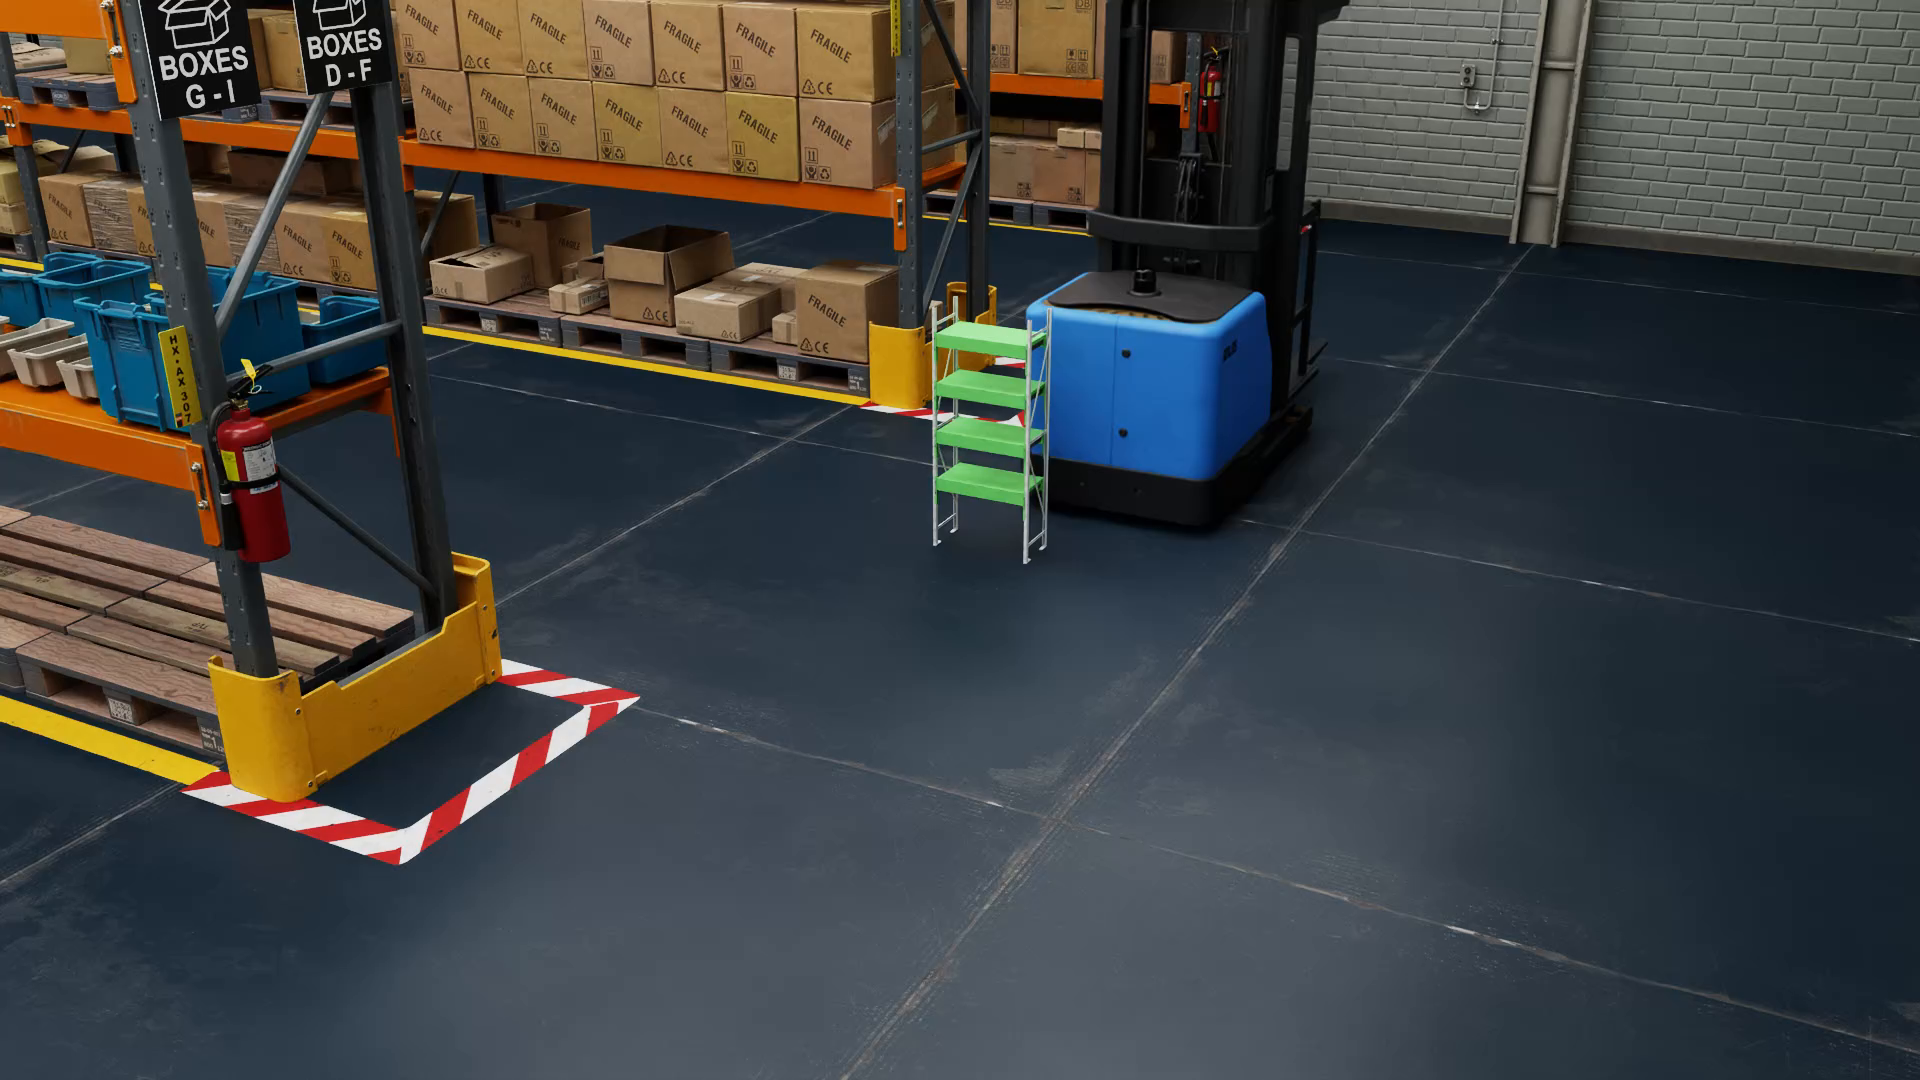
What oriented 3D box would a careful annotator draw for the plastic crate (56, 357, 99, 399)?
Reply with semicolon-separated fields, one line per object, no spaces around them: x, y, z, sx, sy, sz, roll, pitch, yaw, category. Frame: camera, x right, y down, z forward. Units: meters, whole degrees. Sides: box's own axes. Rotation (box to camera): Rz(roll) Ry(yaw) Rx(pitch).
-3.137;-0.642;6.186;0.243;0.136;0.396;11;25;25;plastic crate

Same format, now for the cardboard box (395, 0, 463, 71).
-3.366;-3.415;11.042;0.500;0.500;0.500;12;26;26;cardboard box

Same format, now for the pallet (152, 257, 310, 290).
-5.495;-2.152;13.041;1.213;0.211;1.003;11;25;25;pallet

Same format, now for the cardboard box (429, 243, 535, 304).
-3.382;-1.906;11.772;0.500;0.311;0.500;11;25;25;cardboard box

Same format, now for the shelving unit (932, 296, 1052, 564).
0.148;-0.523;7.946;0.503;1.200;0.258;11;25;25;shelving unit

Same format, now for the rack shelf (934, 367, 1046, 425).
0.148;-0.685;7.878;0.480;0.148;0.258;11;25;25;rack shelf

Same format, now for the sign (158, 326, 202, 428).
-2.562;-0.535;5.466;0.005;0.325;0.100;11;25;25;sign

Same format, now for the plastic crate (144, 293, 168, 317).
-2.987;-0.880;6.624;0.300;0.233;0.416;11;25;25;plastic crate

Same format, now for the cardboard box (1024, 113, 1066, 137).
0.771;-3.771;15.112;0.250;0.149;0.380;12;26;25;cardboard box

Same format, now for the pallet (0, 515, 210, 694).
-4.131;0.254;7.384;1.213;0.211;1.003;11;25;25;pallet

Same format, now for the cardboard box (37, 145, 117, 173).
-7.564;-3.178;14.149;0.500;0.311;0.500;12;26;26;cardboard box

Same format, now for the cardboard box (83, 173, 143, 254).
-6.482;-2.578;13.111;0.500;0.500;0.500;10;25;23;cardboard box

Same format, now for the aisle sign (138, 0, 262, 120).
-2.396;-1.736;5.177;0.004;0.787;0.394;11;25;25;aisle sign

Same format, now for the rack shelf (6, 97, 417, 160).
-5.444;-3.112;12.655;4.000;0.370;1.077;11;25;25;rack shelf

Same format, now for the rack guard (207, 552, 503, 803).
-2.301;0.495;6.446;0.348;0.500;1.175;11;25;25;rack guard

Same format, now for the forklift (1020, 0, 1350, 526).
1.409;-1.961;9.117;1.130;2.935;3.031;11;25;24;forklift

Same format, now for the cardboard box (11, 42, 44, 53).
-7.940;-3.981;13.892;0.500;0.311;0.500;11;25;24;cardboard box

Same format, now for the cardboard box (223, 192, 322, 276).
-5.114;-2.308;12.477;0.500;0.500;0.500;12;26;25;cardboard box

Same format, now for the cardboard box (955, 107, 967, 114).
0.085;-3.906;15.430;0.250;0.149;0.380;11;26;25;cardboard box

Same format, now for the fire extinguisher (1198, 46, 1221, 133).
2.069;-3.720;13.739;0.183;0.674;0.296;11;25;25;fire extinguisher

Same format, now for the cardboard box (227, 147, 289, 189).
-5.321;-2.923;12.964;0.500;0.250;0.500;11;25;24;cardboard box

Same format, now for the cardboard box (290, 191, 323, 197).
-4.905;-2.494;12.914;0.500;0.500;0.500;12;26;25;cardboard box

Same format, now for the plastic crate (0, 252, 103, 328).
-3.843;-1.049;7.022;0.300;0.233;0.416;11;25;25;plastic crate

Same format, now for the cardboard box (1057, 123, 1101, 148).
1.047;-3.549;14.590;0.250;0.149;0.380;12;26;26;cardboard box

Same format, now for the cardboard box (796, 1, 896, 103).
-0.611;-2.873;9.766;0.500;0.500;0.500;11;25;24;cardboard box

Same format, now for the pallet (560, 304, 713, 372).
-1.954;-1.470;11.438;1.213;0.211;1.003;11;25;25;pallet

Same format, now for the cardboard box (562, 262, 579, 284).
-2.661;-1.934;12.045;0.250;0.149;0.380;11;25;25;cardboard box

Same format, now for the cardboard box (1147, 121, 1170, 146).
1.674;-3.593;14.693;0.250;0.149;0.380;11;26;25;cardboard box

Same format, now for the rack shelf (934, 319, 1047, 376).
0.148;-0.906;7.784;0.480;0.148;0.258;11;25;25;rack shelf

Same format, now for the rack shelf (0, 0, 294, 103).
-4.113;-2.057;6.341;4.000;0.370;1.077;11;25;25;rack shelf

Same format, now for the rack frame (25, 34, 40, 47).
-12.137;-6.940;20.736;0.127;3.000;1.000;11;25;25;rack frame

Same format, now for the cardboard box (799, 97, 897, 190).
-0.612;-2.414;9.966;0.500;0.500;0.500;12;26;26;cardboard box

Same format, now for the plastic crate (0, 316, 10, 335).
-3.922;-0.784;6.522;0.250;0.136;0.298;11;25;25;plastic crate

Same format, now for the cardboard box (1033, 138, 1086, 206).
1.026;-3.335;14.916;0.500;0.500;0.700;11;25;24;cardboard box

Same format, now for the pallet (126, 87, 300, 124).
-5.491;-3.366;12.578;1.213;0.211;1.003;11;25;25;pallet

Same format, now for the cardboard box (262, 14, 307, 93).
-4.623;-3.591;12.196;0.500;0.500;0.700;16;28;33;cardboard box

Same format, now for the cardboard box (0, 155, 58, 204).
-7.808;-2.989;13.706;0.500;0.311;0.500;12;26;26;cardboard box

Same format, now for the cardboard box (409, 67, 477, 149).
-3.327;-2.951;11.229;0.500;0.500;0.500;12;26;26;cardboard box

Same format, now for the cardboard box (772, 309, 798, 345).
-1.007;-1.395;10.757;0.250;0.166;0.380;11;25;25;cardboard box

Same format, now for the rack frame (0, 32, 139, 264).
-7.229;-3.797;13.344;0.127;3.000;1.000;11;25;25;rack frame

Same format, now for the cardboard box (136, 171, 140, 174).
-6.288;-2.766;13.552;0.500;0.500;0.500;12;26;27;cardboard box

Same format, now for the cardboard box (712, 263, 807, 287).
-1.339;-1.693;11.349;0.500;0.250;0.500;11;25;25;cardboard box

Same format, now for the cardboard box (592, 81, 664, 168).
-1.969;-2.683;10.599;0.500;0.500;0.500;11;25;24;cardboard box

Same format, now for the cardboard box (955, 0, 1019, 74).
0.352;-4.602;14.854;0.700;0.700;0.980;10;25;22;cardboard box

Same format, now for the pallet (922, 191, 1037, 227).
0.309;-3.161;15.414;1.213;0.211;1.003;11;25;25;pallet

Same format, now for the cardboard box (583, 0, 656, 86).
-1.985;-3.142;10.400;0.500;0.500;0.500;12;26;26;cardboard box
